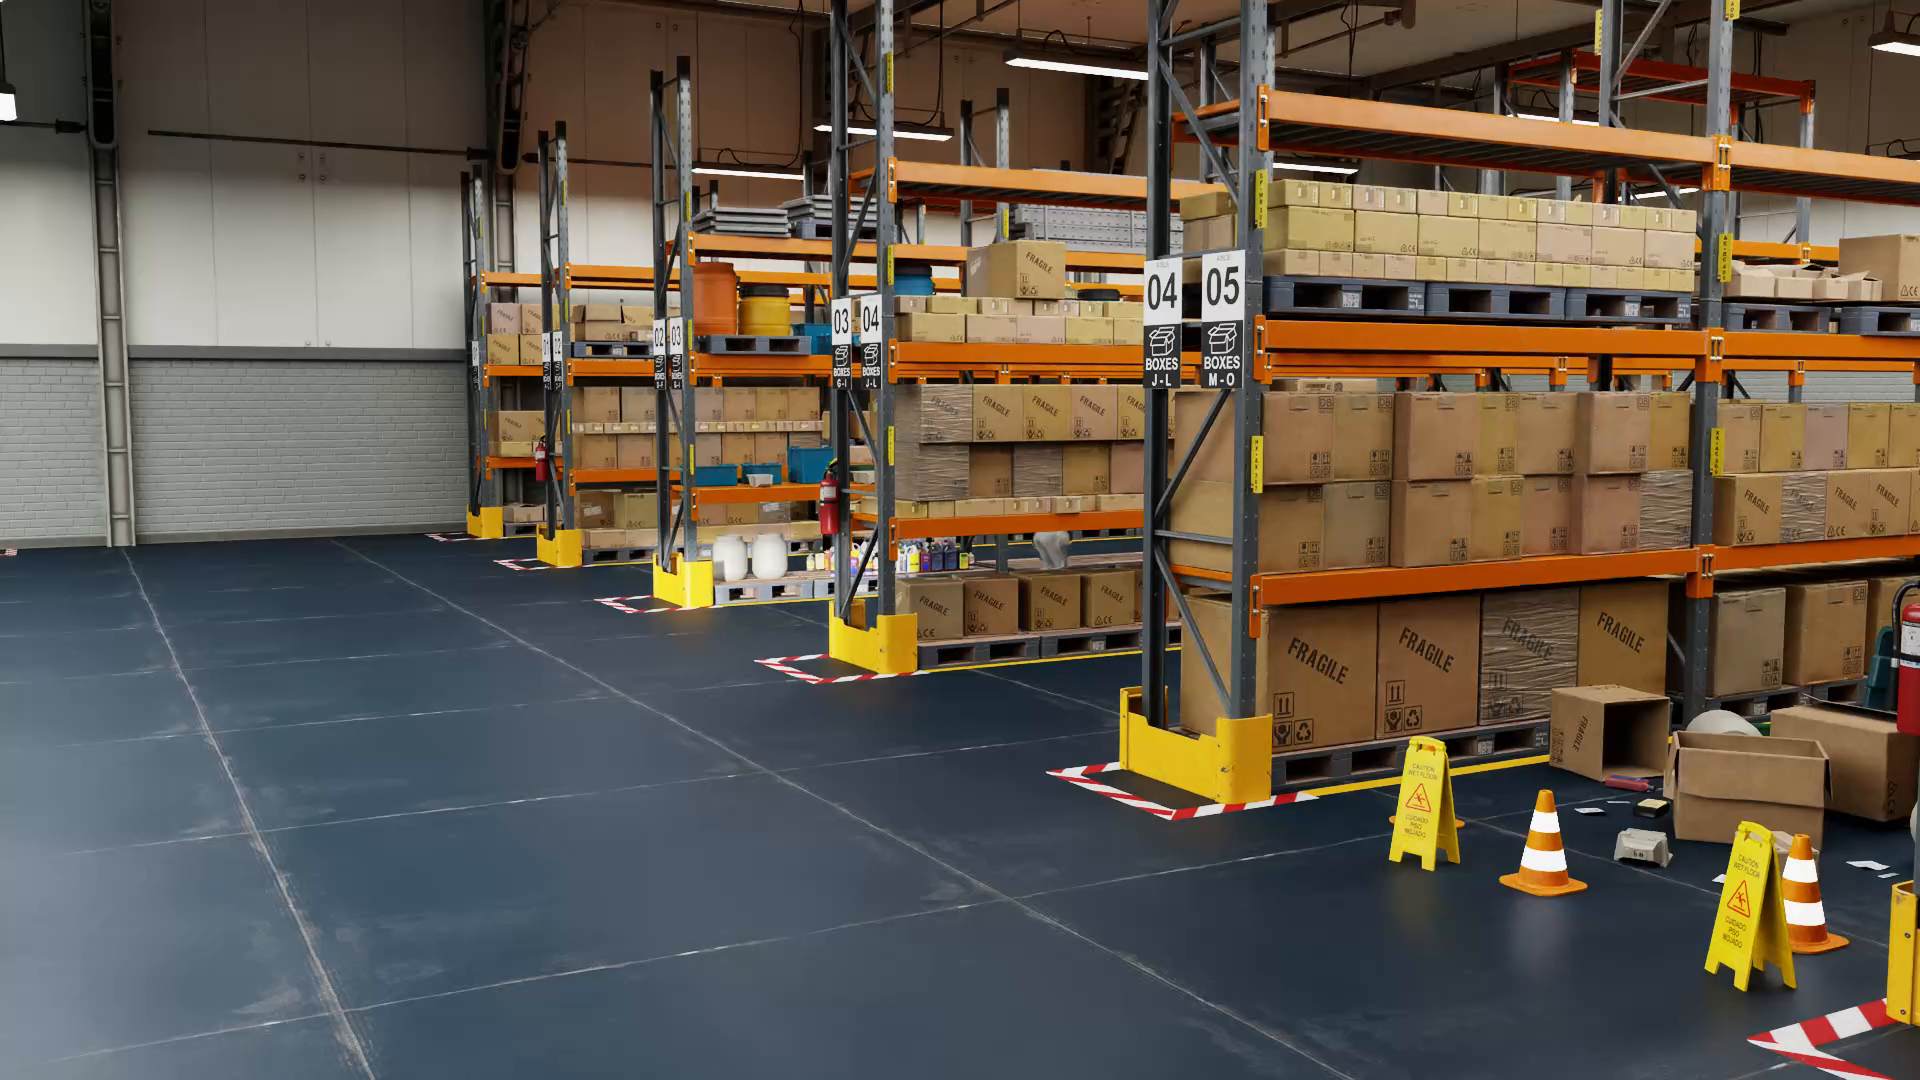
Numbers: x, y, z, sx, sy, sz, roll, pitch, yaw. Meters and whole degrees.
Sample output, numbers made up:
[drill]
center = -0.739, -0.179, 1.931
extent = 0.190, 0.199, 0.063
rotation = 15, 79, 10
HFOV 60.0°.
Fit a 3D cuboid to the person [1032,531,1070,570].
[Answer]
[person]
center = 1.008, -0.031, 18.183
extent = 0.465, 1.616, 0.504
rotation = -3, 6, -27
